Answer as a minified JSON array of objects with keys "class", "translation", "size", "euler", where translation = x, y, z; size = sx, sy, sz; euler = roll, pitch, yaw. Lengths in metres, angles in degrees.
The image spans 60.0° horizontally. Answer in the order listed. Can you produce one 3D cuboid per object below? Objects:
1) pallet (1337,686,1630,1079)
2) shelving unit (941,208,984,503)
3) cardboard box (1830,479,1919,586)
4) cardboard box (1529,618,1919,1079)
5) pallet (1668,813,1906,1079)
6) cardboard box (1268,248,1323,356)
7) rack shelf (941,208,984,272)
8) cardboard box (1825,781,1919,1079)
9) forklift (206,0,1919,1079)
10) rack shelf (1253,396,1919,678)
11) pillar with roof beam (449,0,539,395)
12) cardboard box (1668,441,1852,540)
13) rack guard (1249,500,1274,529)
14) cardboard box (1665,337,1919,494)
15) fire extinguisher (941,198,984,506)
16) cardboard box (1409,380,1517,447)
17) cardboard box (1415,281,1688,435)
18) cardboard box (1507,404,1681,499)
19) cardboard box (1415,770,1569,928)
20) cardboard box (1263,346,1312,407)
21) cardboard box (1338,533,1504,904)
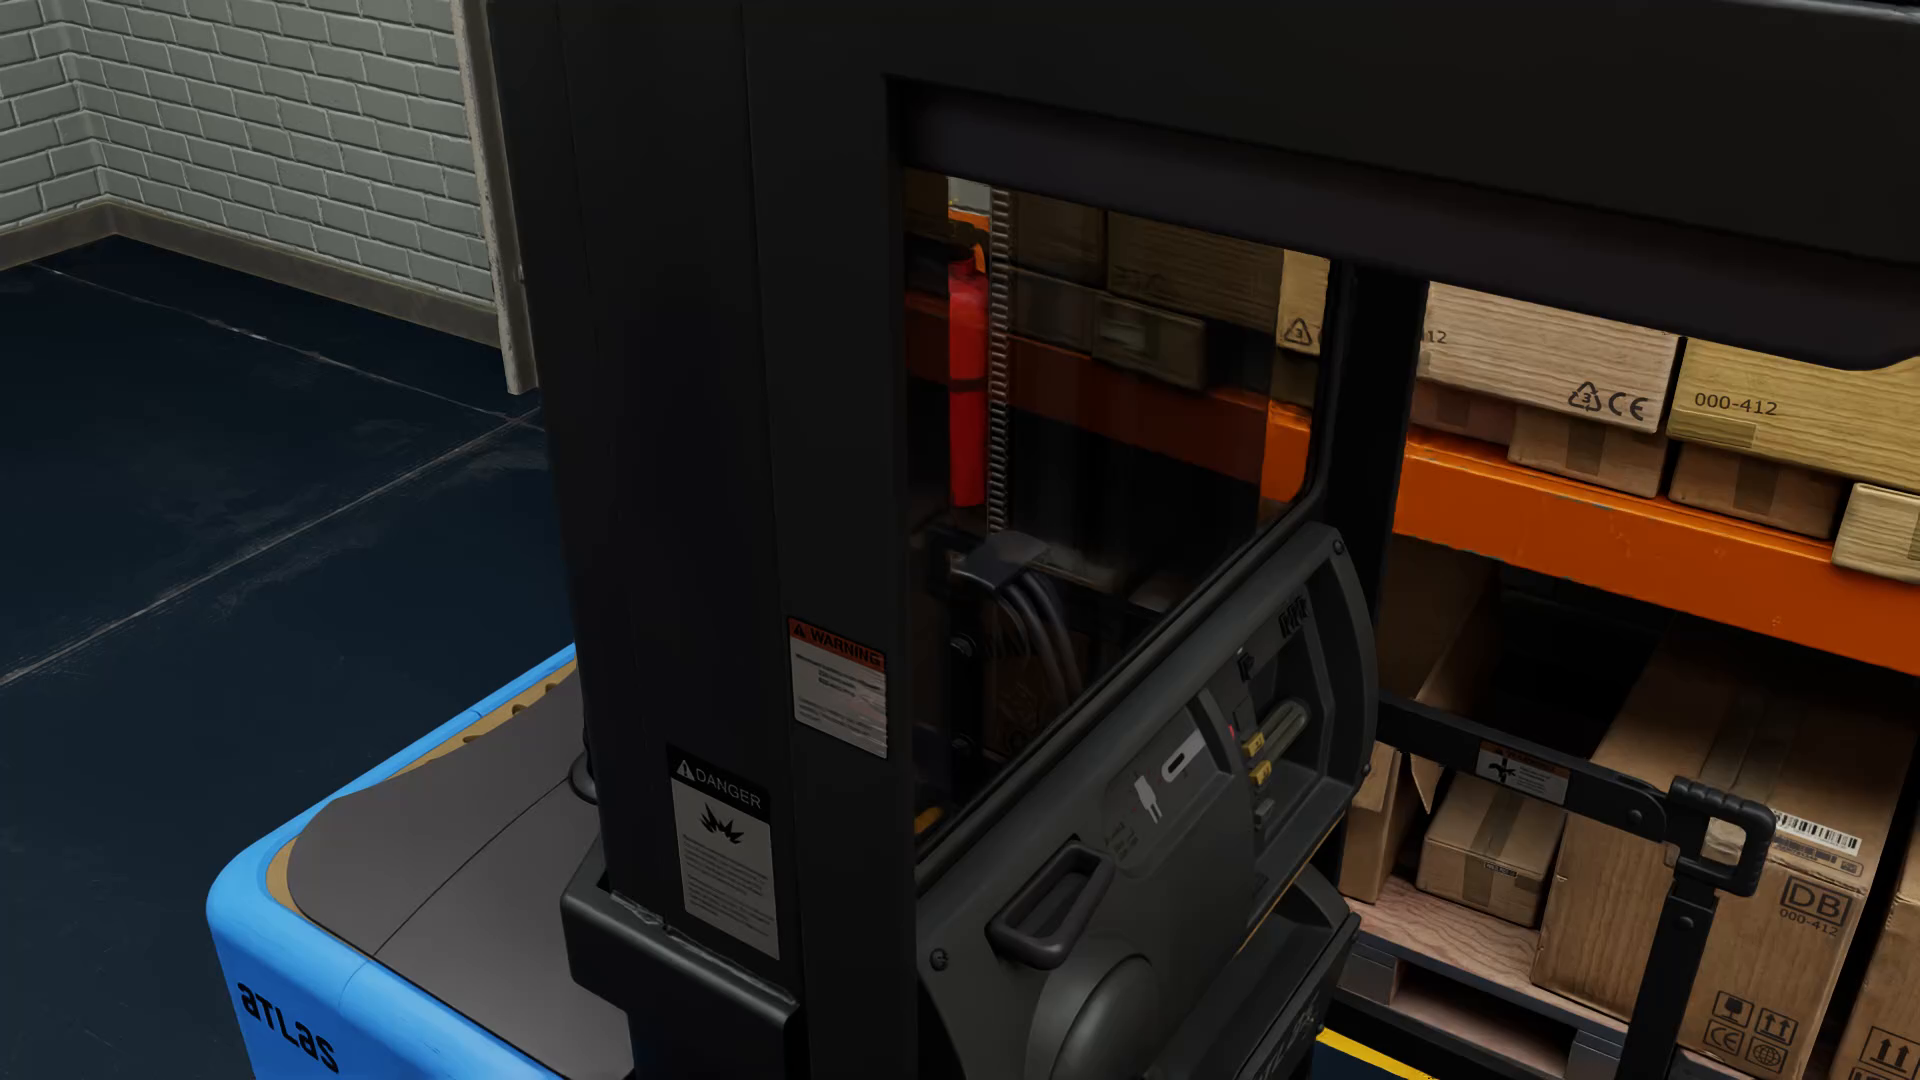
[{"class":"pallet","translation":[1.105,0.685,3.867],"size":[1.213,0.211,1.003],"euler":[18,35,27]},{"class":"shelving unit","translation":[-0.006,-0.487,4.968],"size":[1.048,1.125,0.538],"euler":[17,35,27]},{"class":"cardboard box","translation":[1.562,-0.074,2.649],"size":[0.250,0.149,0.380],"euler":[17,34,26]},{"class":"cardboard box","translation":[1.536,0.595,3.318],"size":[0.500,0.500,0.700],"euler":[19,35,29]},{"class":"pallet","translation":[2.134,1.012,3.306],"size":[1.213,0.211,1.003],"euler":[18,35,27]},{"class":"cardboard box","translation":[0.606,-0.581,3.122],"size":[0.500,0.250,0.500],"euler":[18,35,28]},{"class":"rack shelf","translation":[-0.006,-0.740,4.821],"size":[1.000,0.278,0.538],"euler":[17,35,27]},{"class":"cardboard box","translation":[1.930,0.779,3.002],"size":[0.500,0.500,0.500],"euler":[18,35,28]},{"class":"forklift","translation":[0.426,0.351,1.741],"size":[3.031,2.935,1.130],"euler":[19,35,29]},{"class":"rack shelf","translation":[2.059,0.093,2.828],"size":[4.000,0.370,1.077],"euler":[18,35,27]},{"class":"pillar with roof beam","translation":[-3.728,-2.614,0.801],"size":[0.400,9.000,9.100],"euler":[18,35,27]},{"class":"cardboard box","translation":[1.388,-0.173,2.820],"size":[0.250,0.149,0.380],"euler":[18,35,28]},{"class":"rack guard","translation":[0.429,0.347,4.160],"size":[0.348,0.500,1.175],"euler":[18,35,27]},{"class":"cardboard box","translation":[1.464,-0.311,2.661],"size":[0.500,0.250,0.500],"euler":[17,34,26]},{"class":"fire extinguisher","translation":[-0.005,-0.401,3.408],"size":[0.183,0.674,0.296],"euler":[18,35,27]},{"class":"cardboard box","translation":[0.978,-0.336,3.098],"size":[0.250,0.149,0.380],"euler":[17,34,27]},{"class":"cardboard box","translation":[1.033,-0.446,2.891],"size":[0.500,0.250,0.500],"euler":[18,35,28]},{"class":"cardboard box","translation":[1.160,-0.242,2.938],"size":[0.250,0.149,0.380],"euler":[19,35,29]},{"class":"cardboard box","translation":[1.172,0.631,3.604],"size":[0.250,0.149,0.380],"euler":[16,34,25]},{"class":"cardboard box","translation":[0.737,-0.392,3.194],"size":[0.250,0.149,0.380],"euler":[18,35,29]},{"class":"cardboard box","translation":[0.832,0.348,3.738],"size":[0.637,0.503,0.797],"euler":[16,34,25]}]
